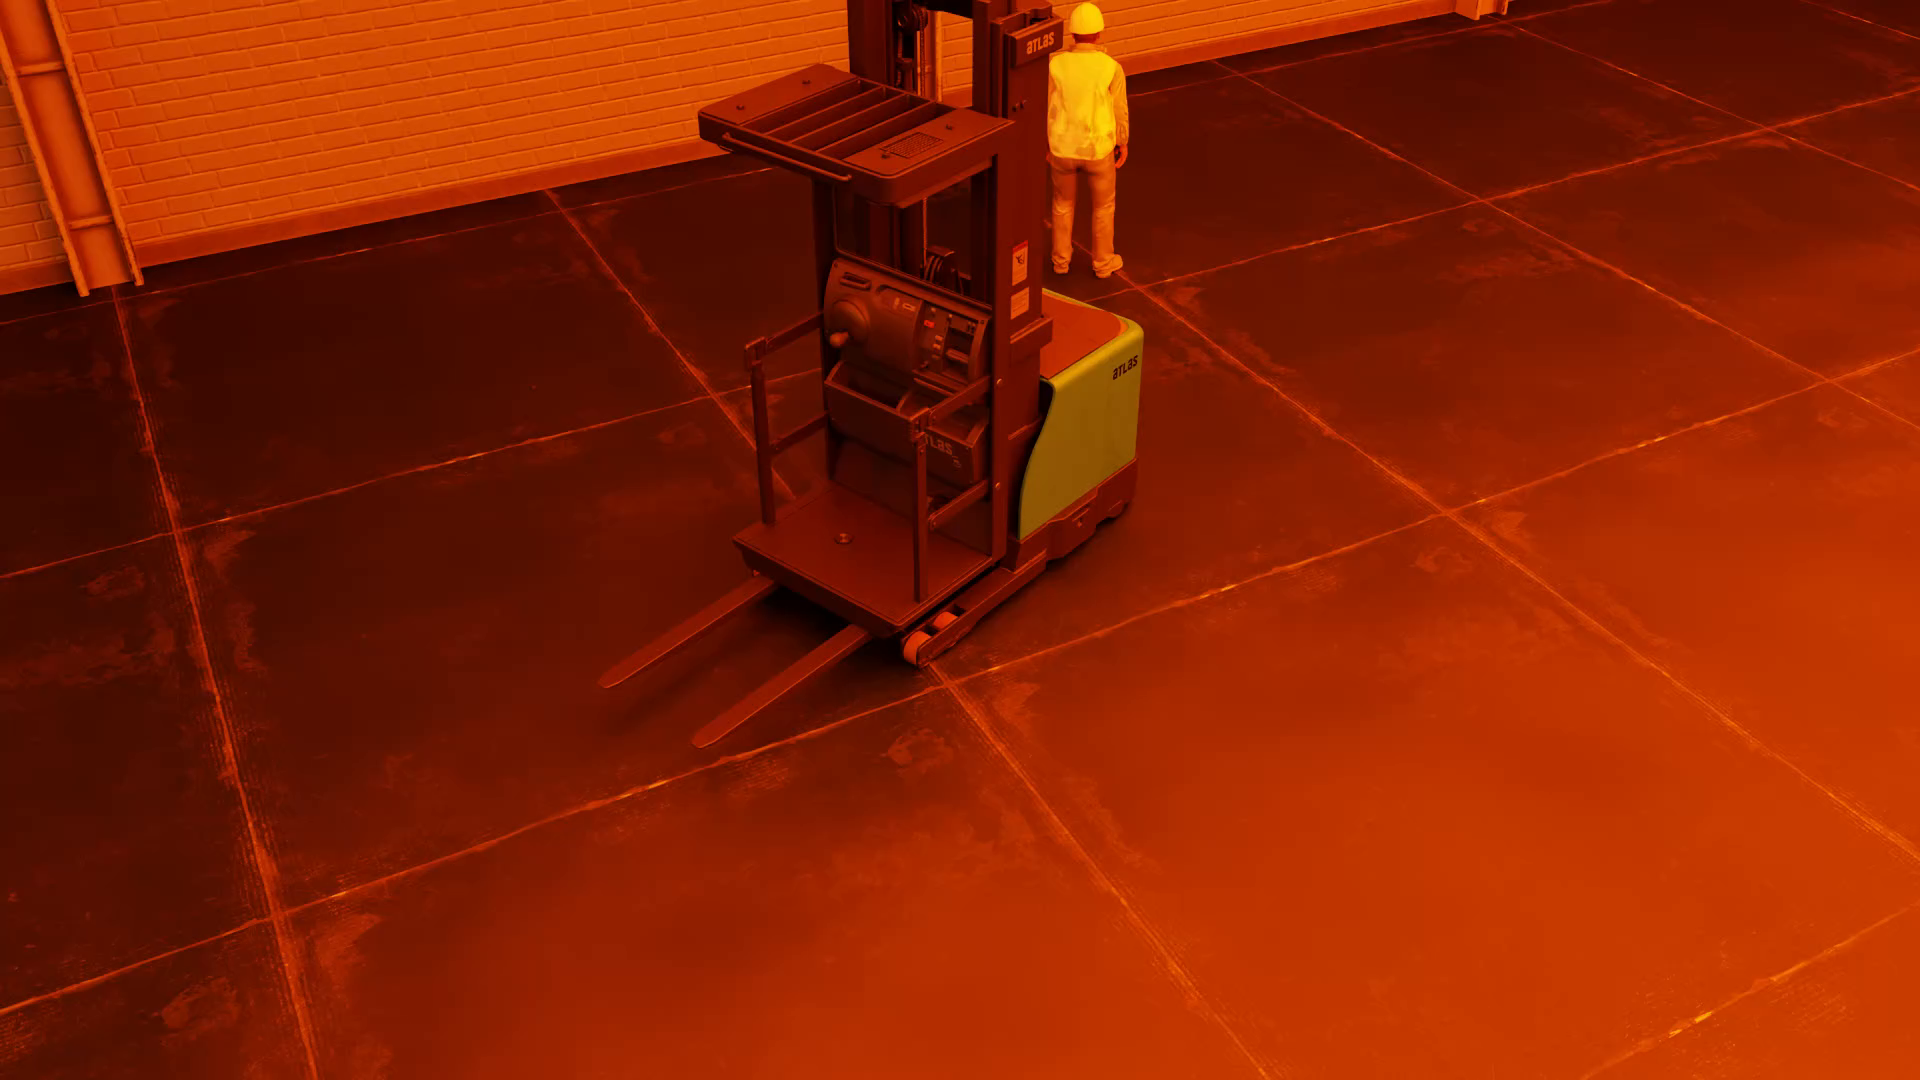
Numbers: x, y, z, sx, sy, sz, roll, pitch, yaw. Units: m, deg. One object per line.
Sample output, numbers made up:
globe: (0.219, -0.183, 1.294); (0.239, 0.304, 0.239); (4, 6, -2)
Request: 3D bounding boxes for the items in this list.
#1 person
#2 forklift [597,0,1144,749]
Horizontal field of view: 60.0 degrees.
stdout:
person: (0.799, -2.559, 10.748); (0.583, 1.773, 0.457); (8, 36, 11)
forklift: (-0.390, -0.927, 7.434); (1.130, 2.935, 3.031); (26, 43, 31)
